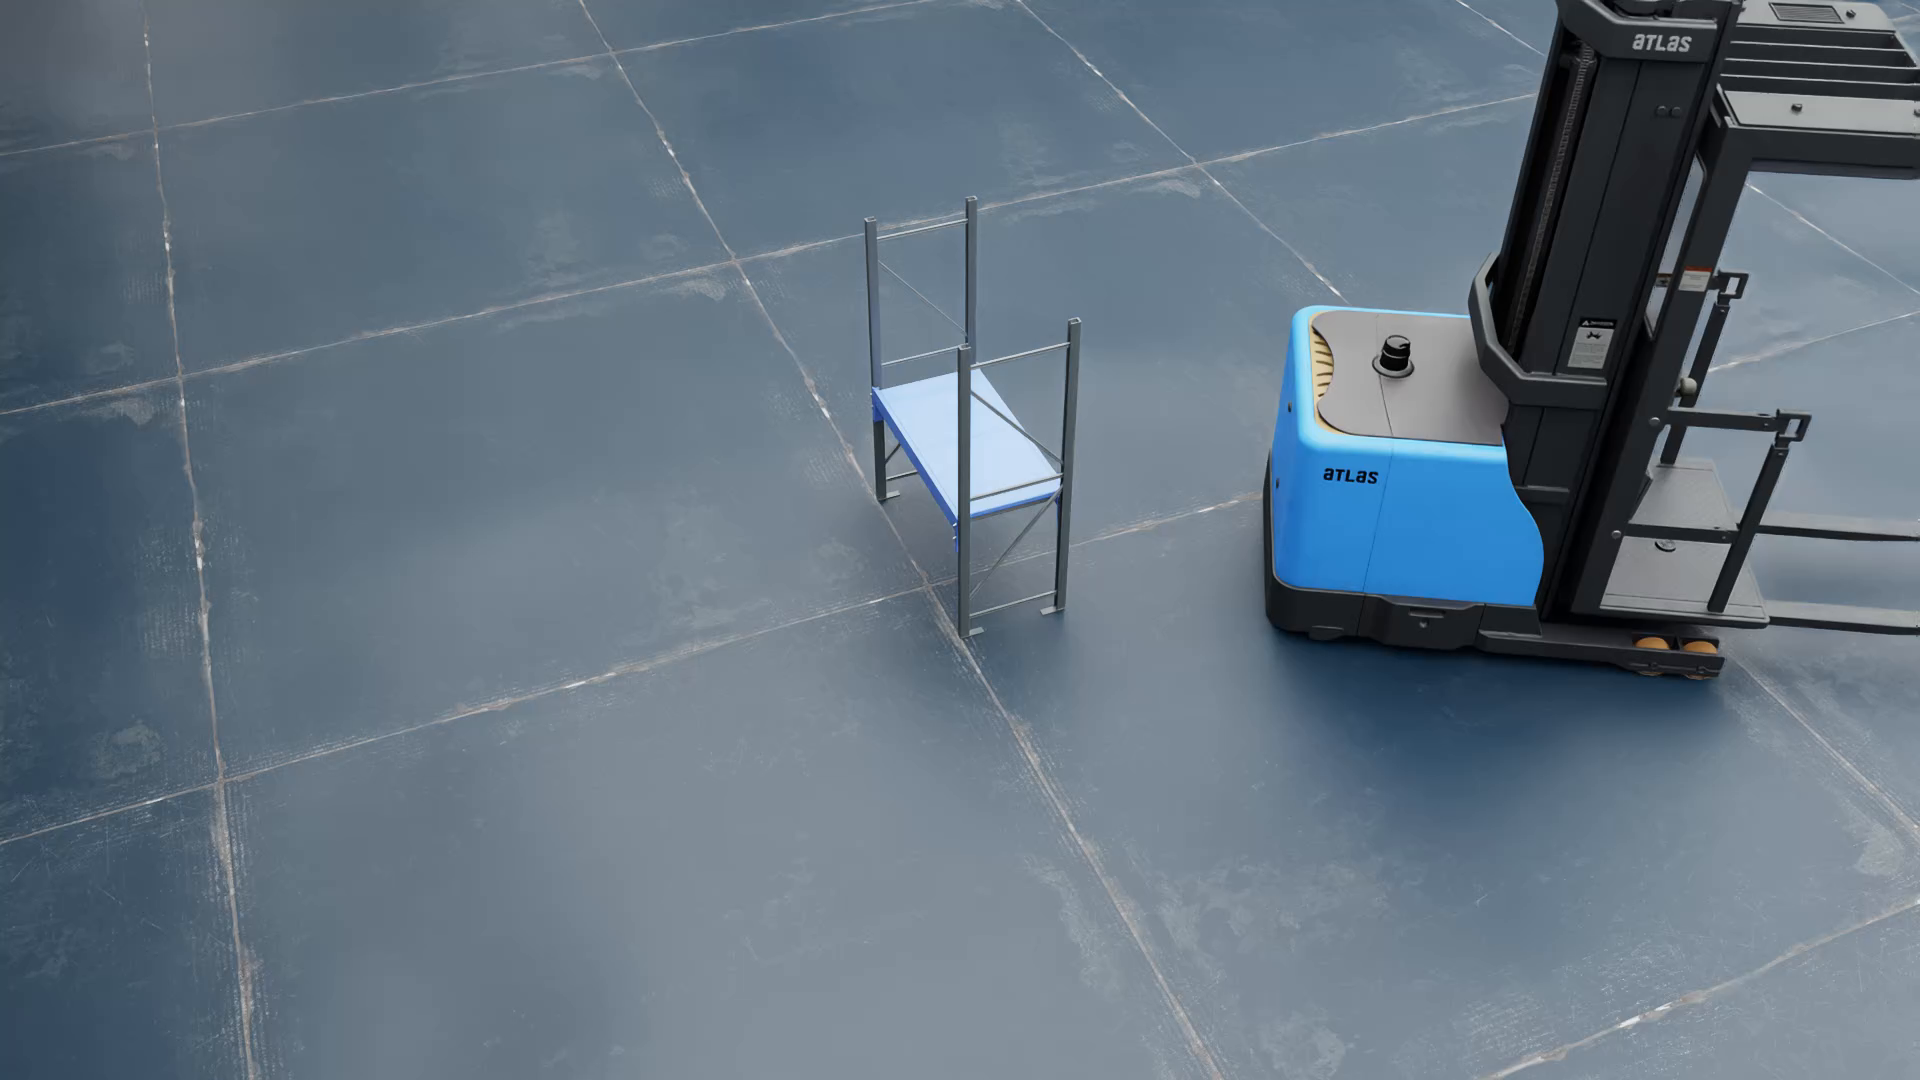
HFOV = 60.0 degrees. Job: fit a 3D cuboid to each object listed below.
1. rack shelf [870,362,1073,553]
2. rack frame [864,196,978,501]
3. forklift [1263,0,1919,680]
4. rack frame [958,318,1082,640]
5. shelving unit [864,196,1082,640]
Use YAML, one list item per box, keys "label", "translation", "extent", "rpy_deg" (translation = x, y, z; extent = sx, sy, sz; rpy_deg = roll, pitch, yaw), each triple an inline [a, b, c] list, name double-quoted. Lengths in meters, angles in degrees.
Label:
- label: "rack shelf"
  translation: [0.033, -0.381, 7.237]
  extent: [0.538, 0.185, 1.000]
  rpy_deg: [-15, 43, -17]
- label: "rack frame"
  translation: [-0.162, -0.823, 7.476]
  extent: [0.500, 1.500, 0.032]
  rpy_deg: [-15, 43, -17]
- label: "forklift"
  translation: [2.878, -0.895, 6.461]
  extent: [3.031, 2.935, 1.130]
  rpy_deg: [5, 41, 5]
- label: "rack frame"
  translation: [0.227, -0.211, 6.764]
  extent: [0.500, 1.500, 0.032]
  rpy_deg: [-15, 43, -17]
- label: "shelving unit"
  translation: [0.033, -0.517, 7.120]
  extent: [0.538, 1.500, 1.048]
  rpy_deg: [-15, 43, -17]
